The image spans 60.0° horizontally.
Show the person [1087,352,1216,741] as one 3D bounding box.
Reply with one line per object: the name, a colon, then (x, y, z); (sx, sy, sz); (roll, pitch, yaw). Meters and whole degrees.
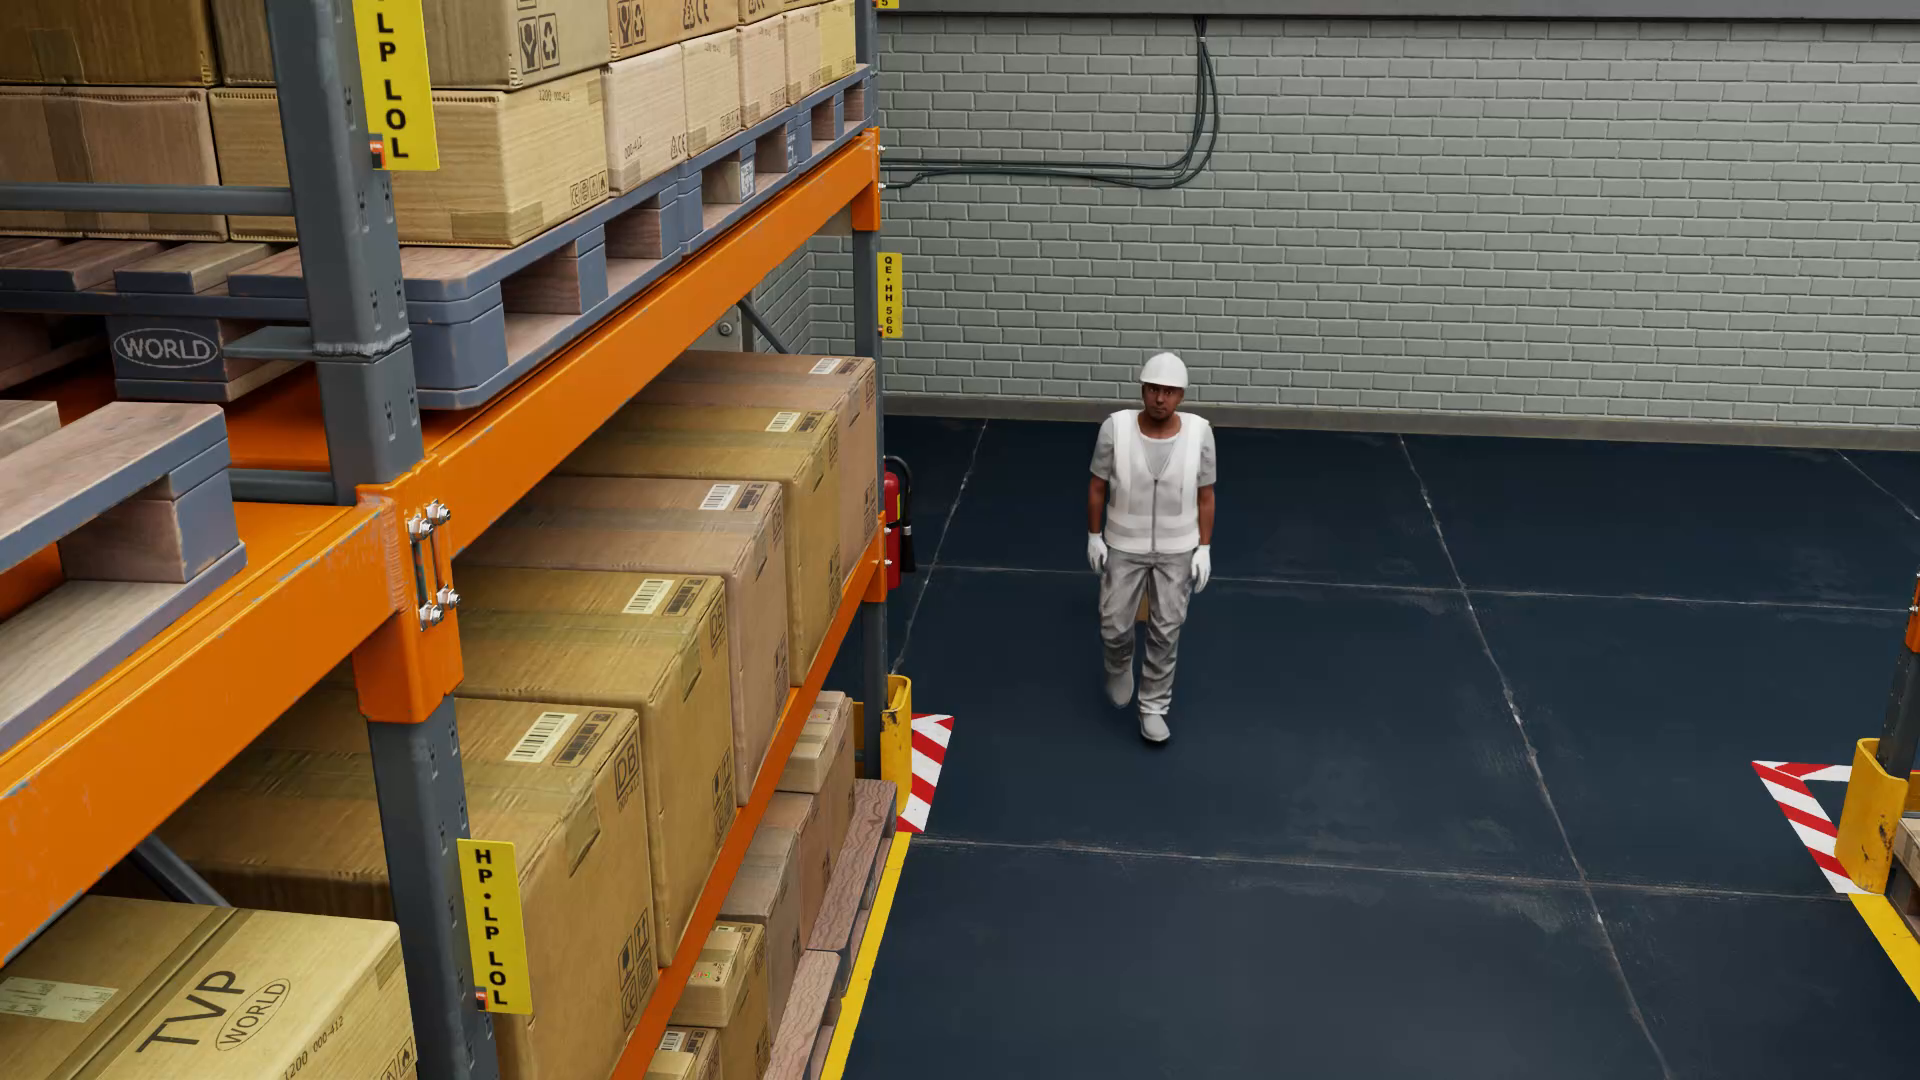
person: (0.847, 0.012, 7.448); (0.563, 1.777, 0.526); (1, 21, 3)
